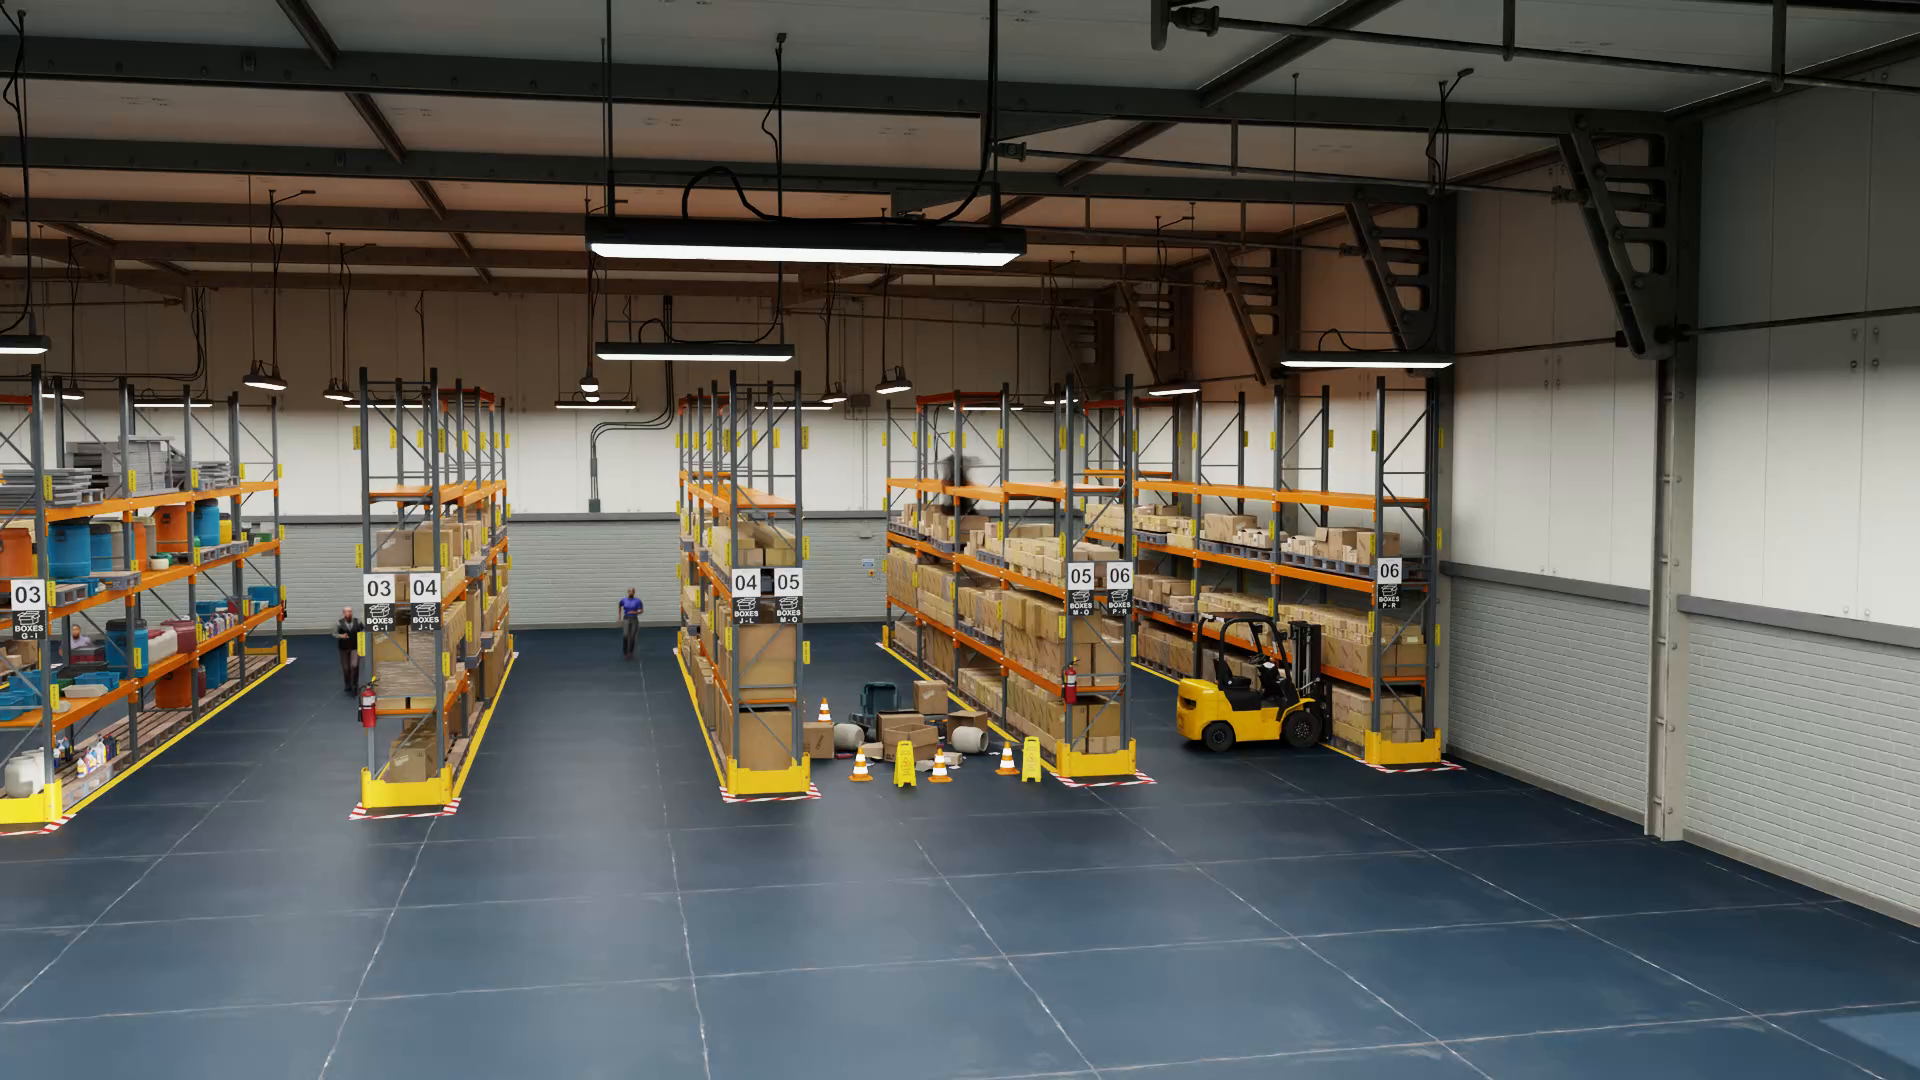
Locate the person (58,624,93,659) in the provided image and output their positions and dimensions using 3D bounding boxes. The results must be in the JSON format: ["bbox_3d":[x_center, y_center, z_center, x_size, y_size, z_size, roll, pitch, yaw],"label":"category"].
[{"bbox_3d":[-16.599,2.361,31.273,0.606,1.595,0.638,-1,4,-22],"label":"person"}]

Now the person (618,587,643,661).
[{"bbox_3d":[-7.550,1.933,38.163,0.573,1.680,0.671,-1,3,-9],"label":"person"}]

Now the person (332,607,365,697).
[{"bbox_3d":[-12.025,2.193,32.742,0.599,1.781,0.851,-1,4,-15],"label":"person"}]
